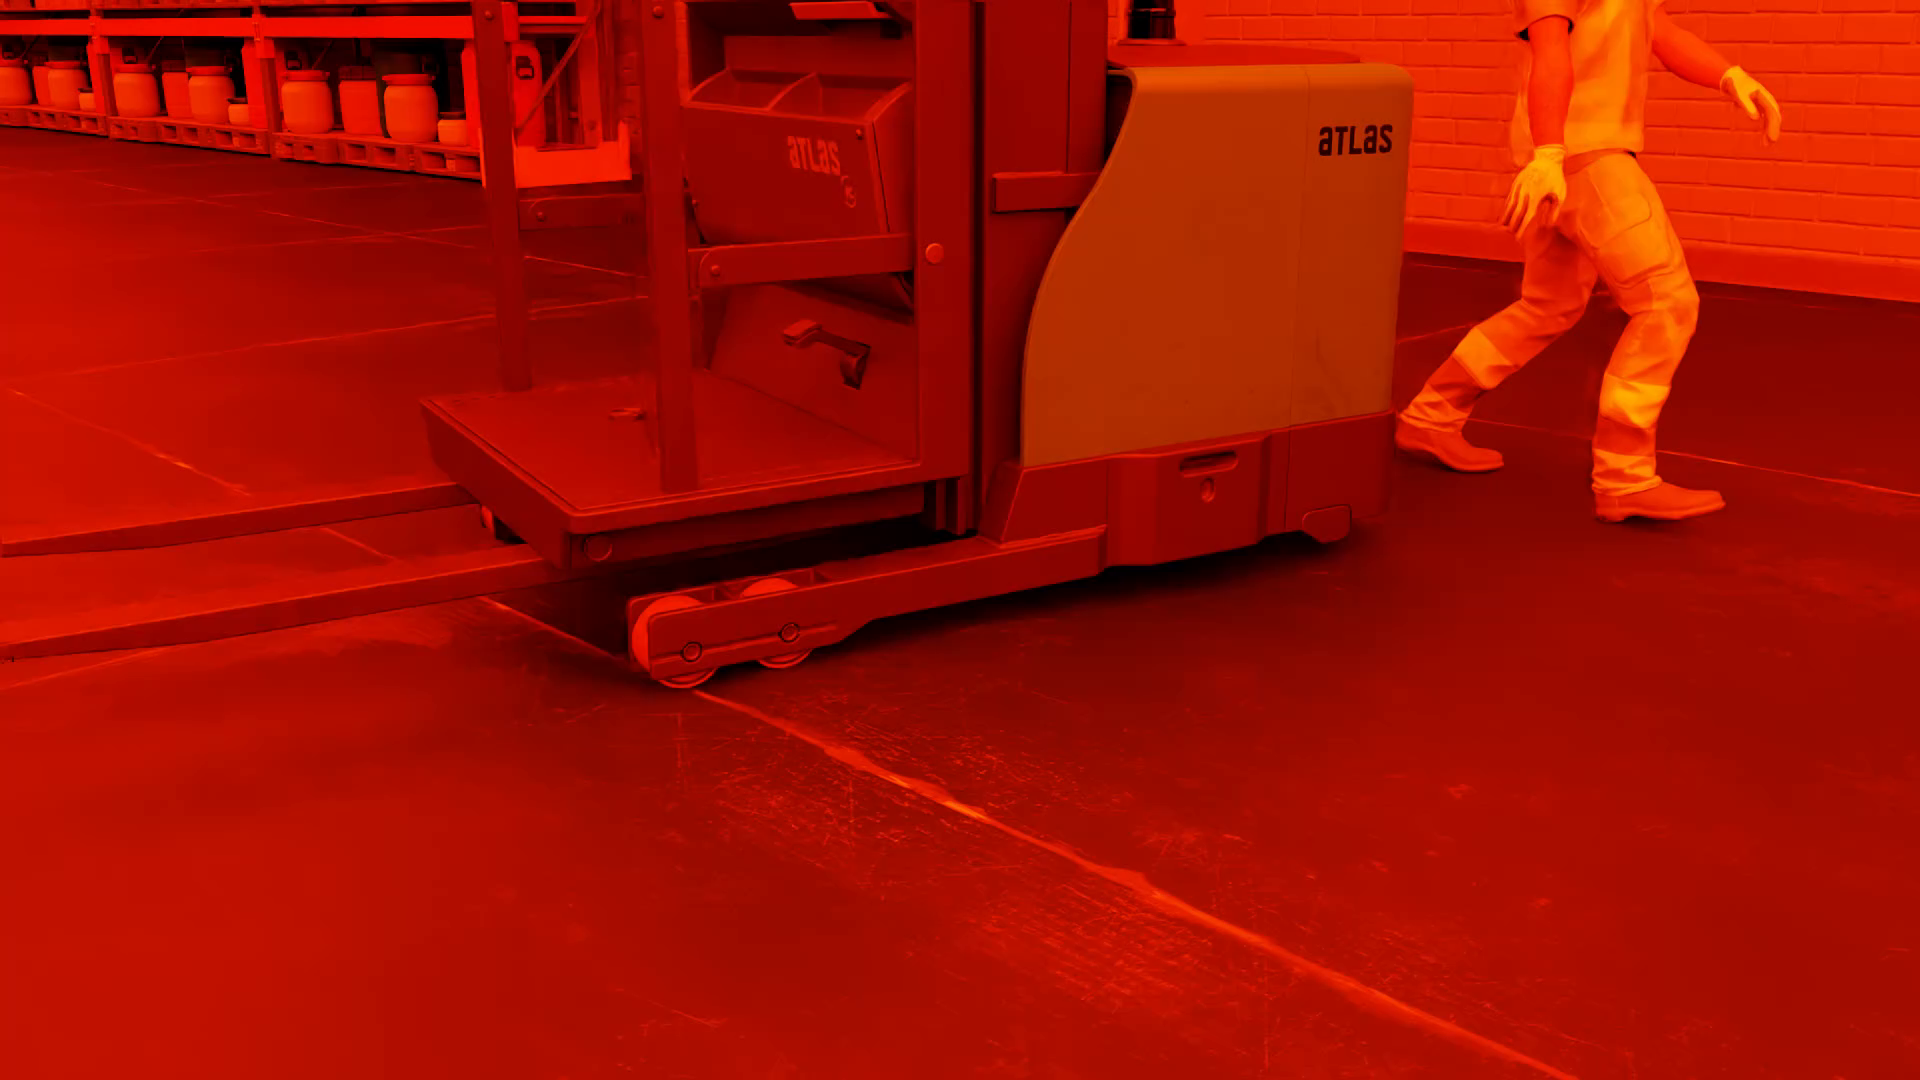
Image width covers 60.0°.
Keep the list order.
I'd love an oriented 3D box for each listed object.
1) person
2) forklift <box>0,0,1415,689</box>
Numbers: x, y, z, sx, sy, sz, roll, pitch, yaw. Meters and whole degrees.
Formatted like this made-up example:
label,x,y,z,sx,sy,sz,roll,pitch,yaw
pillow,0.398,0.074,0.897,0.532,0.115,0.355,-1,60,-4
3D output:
label,x,y,z,sx,sy,sz,roll,pitch,yaw
person,1.506,-0.911,4.009,0.844,1.694,0.713,6,18,20
forklift,-0.524,-1.308,3.163,3.031,2.935,1.130,-10,20,-29
